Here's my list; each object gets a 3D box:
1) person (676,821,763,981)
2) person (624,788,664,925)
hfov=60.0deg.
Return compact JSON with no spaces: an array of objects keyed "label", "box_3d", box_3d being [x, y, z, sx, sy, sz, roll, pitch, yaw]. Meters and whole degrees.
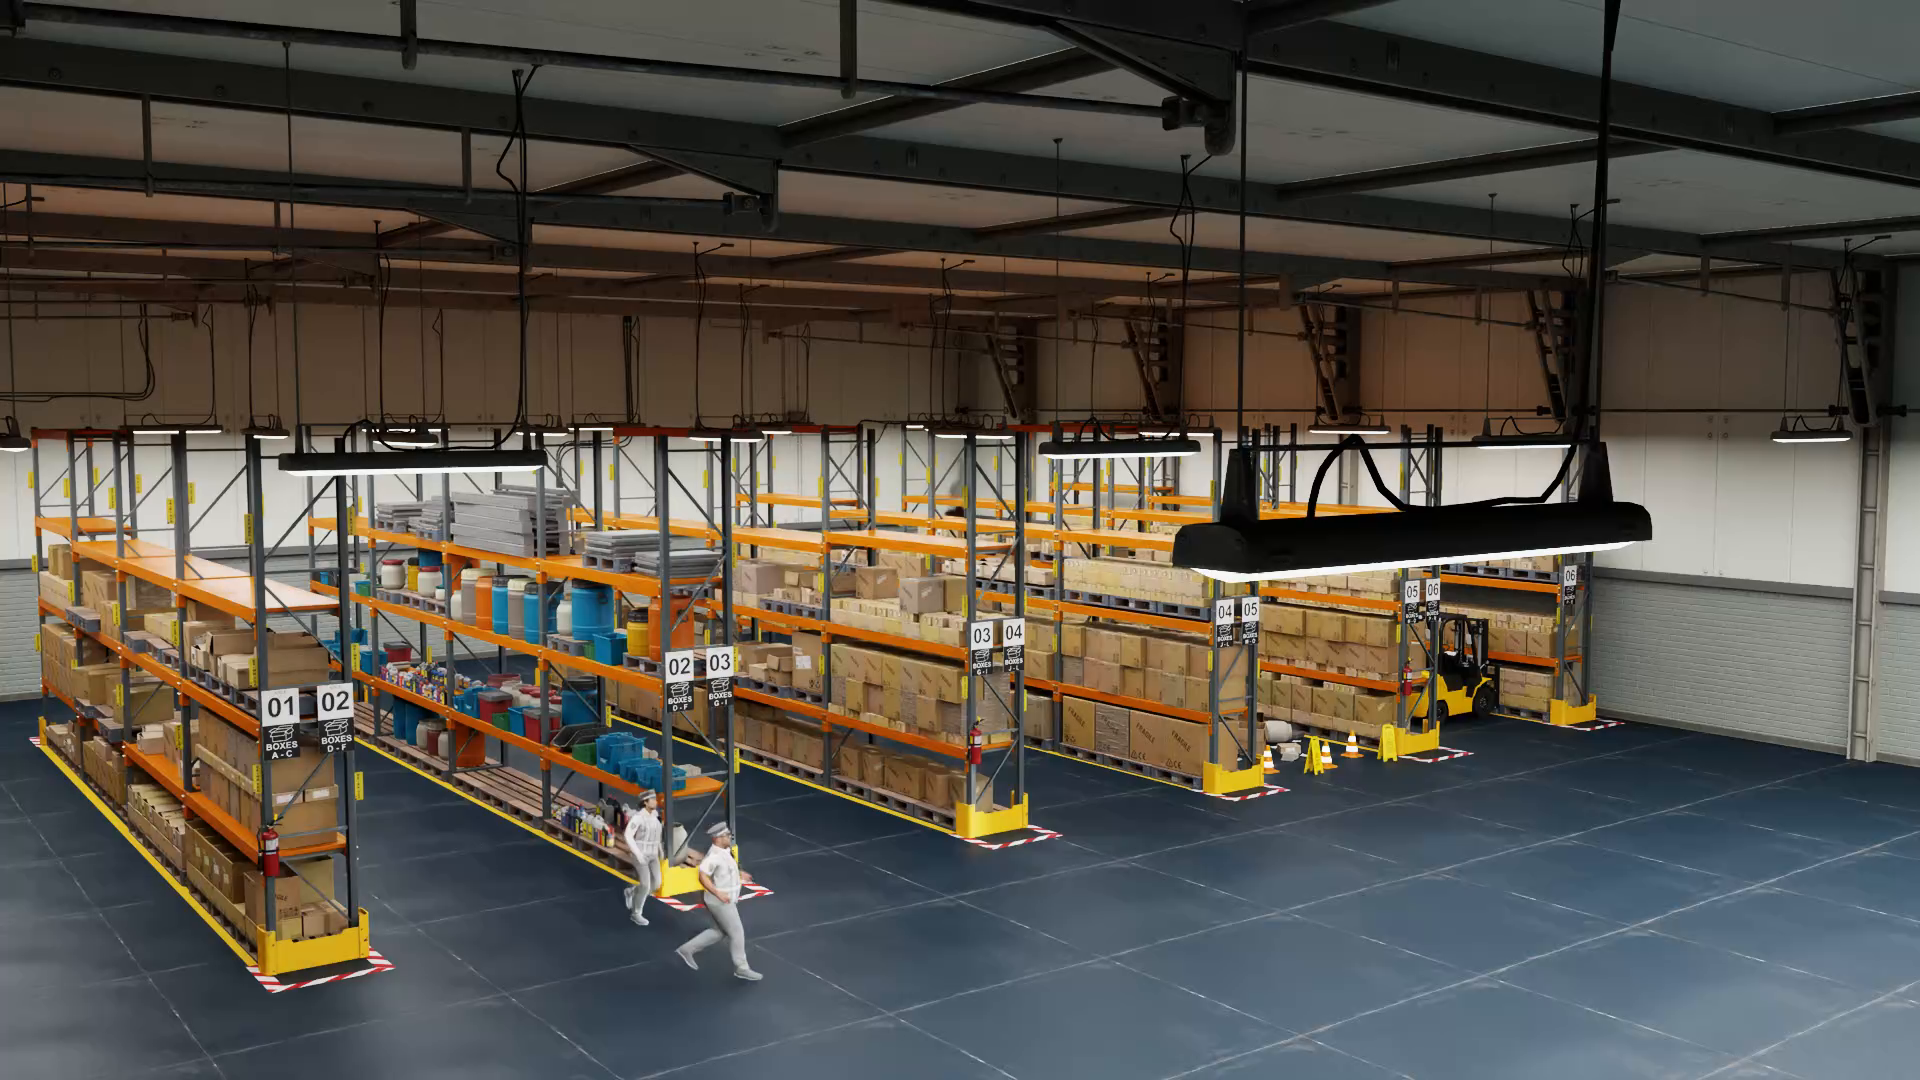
[{"label":"person","box_3d":[-2.672,4.004,18.422,0.956,1.791,0.664,-1,5,-9]},{"label":"person","box_3d":[-3.943,3.906,20.695,0.519,1.636,0.660,3,5,29]}]
